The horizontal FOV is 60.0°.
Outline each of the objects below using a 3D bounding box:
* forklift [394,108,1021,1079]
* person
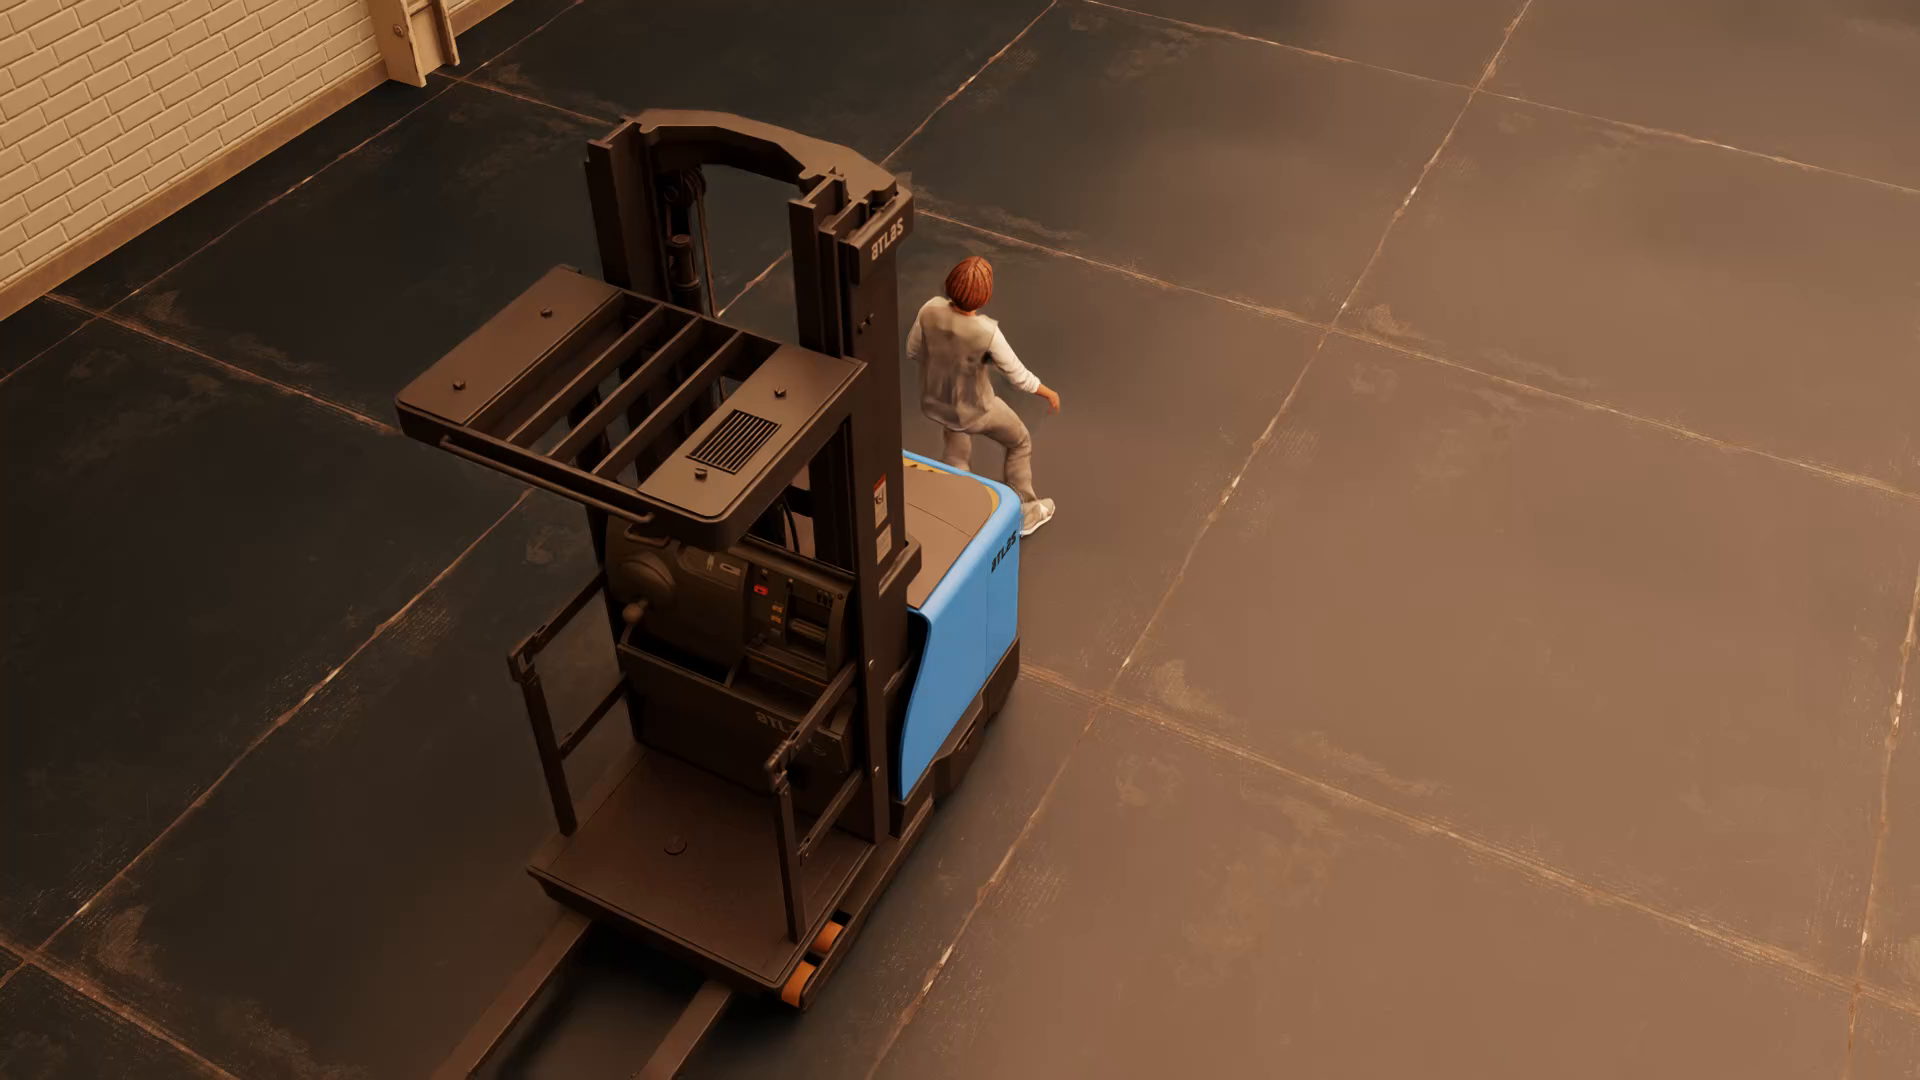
[{"bbox_3d":[-0.880,0.261,5.377,1.130,2.935,3.031,20,47,20],"label":"forklift"},{"bbox_3d":[0.100,-0.653,7.376,0.640,1.512,0.483,21,47,21],"label":"person"}]
